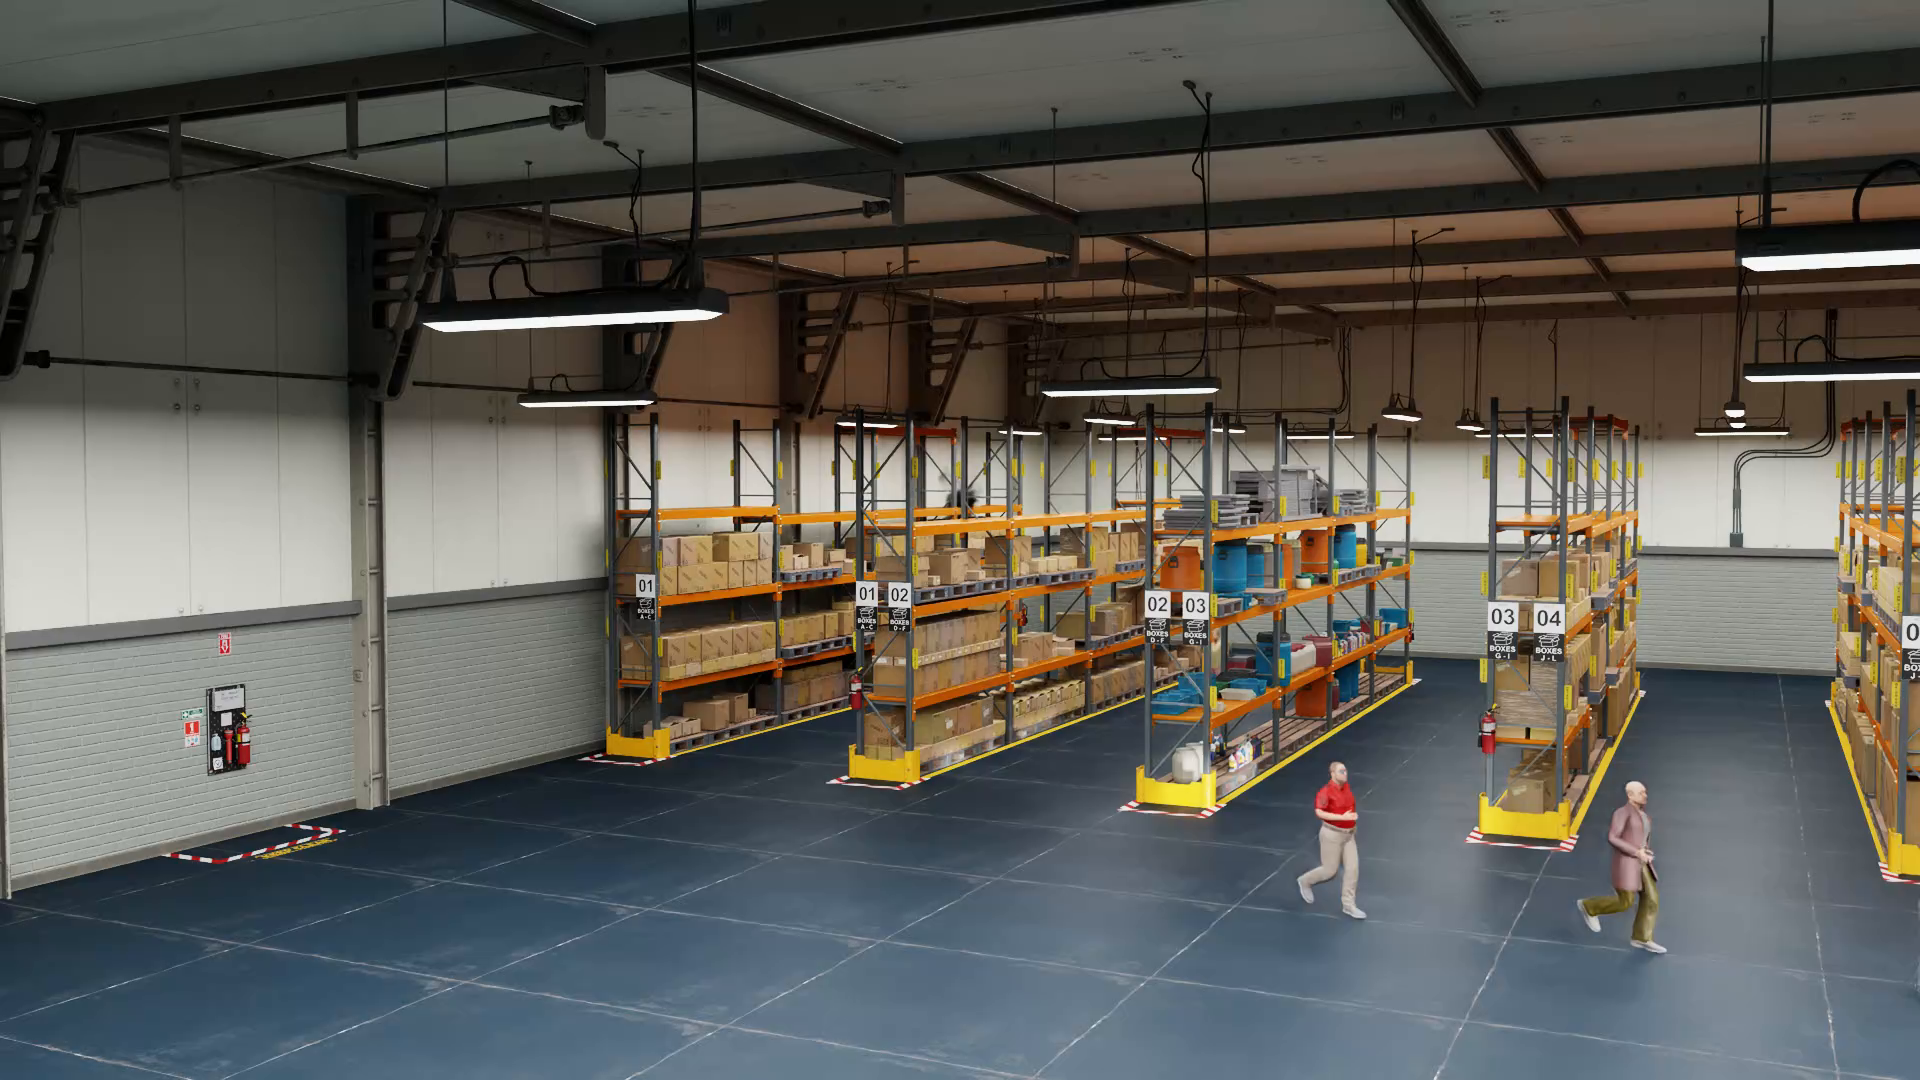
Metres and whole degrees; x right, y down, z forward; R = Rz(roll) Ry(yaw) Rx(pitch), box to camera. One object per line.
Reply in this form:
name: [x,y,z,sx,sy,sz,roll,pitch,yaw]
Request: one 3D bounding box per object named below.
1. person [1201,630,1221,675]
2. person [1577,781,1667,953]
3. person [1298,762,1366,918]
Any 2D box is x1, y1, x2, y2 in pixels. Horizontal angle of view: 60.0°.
person: [5.394,2.715,35.303,0.581,1.618,0.565,0,2,12]
person: [6.974,3.390,17.463,0.701,1.753,0.931,-2,3,-39]
person: [4.221,3.344,18.751,0.678,1.706,0.879,-2,3,-38]
